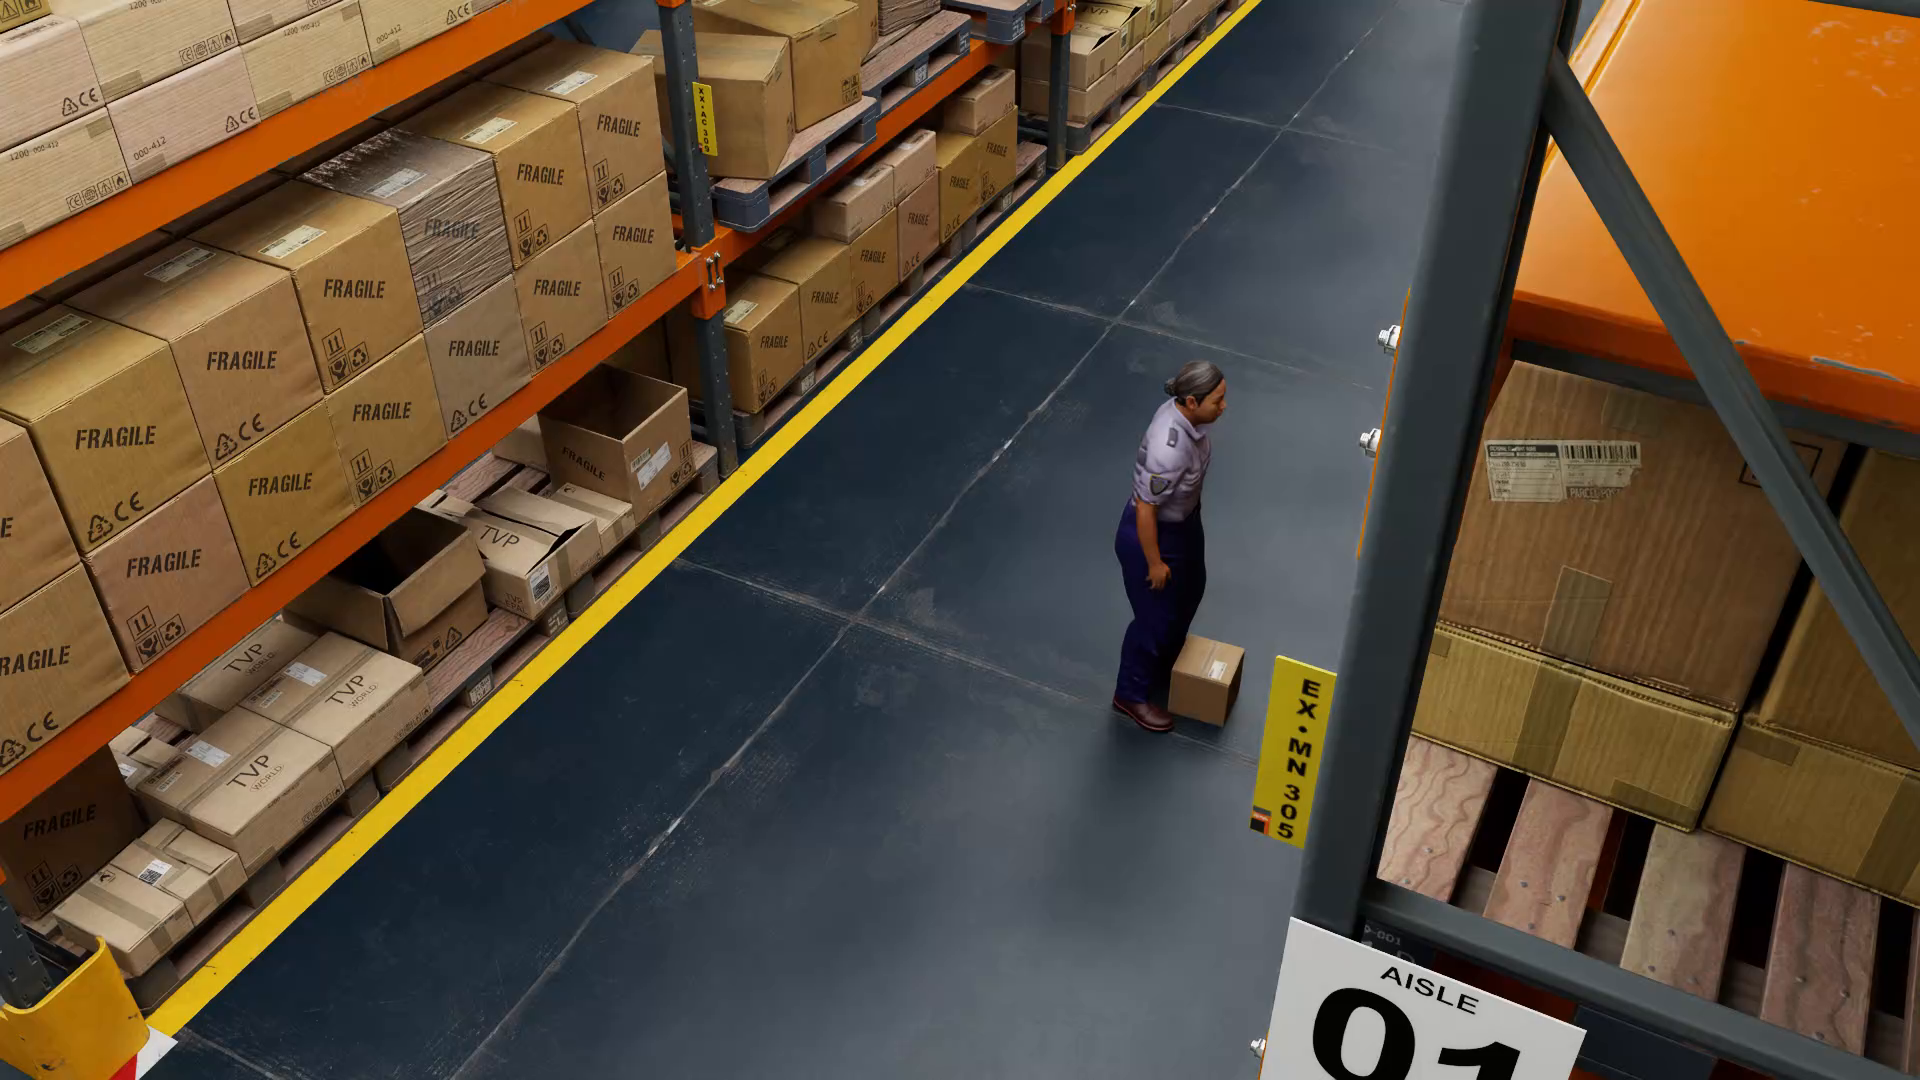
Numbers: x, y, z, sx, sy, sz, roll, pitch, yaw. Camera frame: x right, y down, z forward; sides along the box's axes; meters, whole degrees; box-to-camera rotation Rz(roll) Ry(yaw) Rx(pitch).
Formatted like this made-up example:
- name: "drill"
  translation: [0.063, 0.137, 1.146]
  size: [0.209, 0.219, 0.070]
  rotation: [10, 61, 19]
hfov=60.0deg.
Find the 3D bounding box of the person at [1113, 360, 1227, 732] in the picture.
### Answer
- name: "person"
  translation: [0.865, -0.008, 6.765]
  size: [0.425, 1.651, 0.558]
  rotation: [15, 41, 19]
